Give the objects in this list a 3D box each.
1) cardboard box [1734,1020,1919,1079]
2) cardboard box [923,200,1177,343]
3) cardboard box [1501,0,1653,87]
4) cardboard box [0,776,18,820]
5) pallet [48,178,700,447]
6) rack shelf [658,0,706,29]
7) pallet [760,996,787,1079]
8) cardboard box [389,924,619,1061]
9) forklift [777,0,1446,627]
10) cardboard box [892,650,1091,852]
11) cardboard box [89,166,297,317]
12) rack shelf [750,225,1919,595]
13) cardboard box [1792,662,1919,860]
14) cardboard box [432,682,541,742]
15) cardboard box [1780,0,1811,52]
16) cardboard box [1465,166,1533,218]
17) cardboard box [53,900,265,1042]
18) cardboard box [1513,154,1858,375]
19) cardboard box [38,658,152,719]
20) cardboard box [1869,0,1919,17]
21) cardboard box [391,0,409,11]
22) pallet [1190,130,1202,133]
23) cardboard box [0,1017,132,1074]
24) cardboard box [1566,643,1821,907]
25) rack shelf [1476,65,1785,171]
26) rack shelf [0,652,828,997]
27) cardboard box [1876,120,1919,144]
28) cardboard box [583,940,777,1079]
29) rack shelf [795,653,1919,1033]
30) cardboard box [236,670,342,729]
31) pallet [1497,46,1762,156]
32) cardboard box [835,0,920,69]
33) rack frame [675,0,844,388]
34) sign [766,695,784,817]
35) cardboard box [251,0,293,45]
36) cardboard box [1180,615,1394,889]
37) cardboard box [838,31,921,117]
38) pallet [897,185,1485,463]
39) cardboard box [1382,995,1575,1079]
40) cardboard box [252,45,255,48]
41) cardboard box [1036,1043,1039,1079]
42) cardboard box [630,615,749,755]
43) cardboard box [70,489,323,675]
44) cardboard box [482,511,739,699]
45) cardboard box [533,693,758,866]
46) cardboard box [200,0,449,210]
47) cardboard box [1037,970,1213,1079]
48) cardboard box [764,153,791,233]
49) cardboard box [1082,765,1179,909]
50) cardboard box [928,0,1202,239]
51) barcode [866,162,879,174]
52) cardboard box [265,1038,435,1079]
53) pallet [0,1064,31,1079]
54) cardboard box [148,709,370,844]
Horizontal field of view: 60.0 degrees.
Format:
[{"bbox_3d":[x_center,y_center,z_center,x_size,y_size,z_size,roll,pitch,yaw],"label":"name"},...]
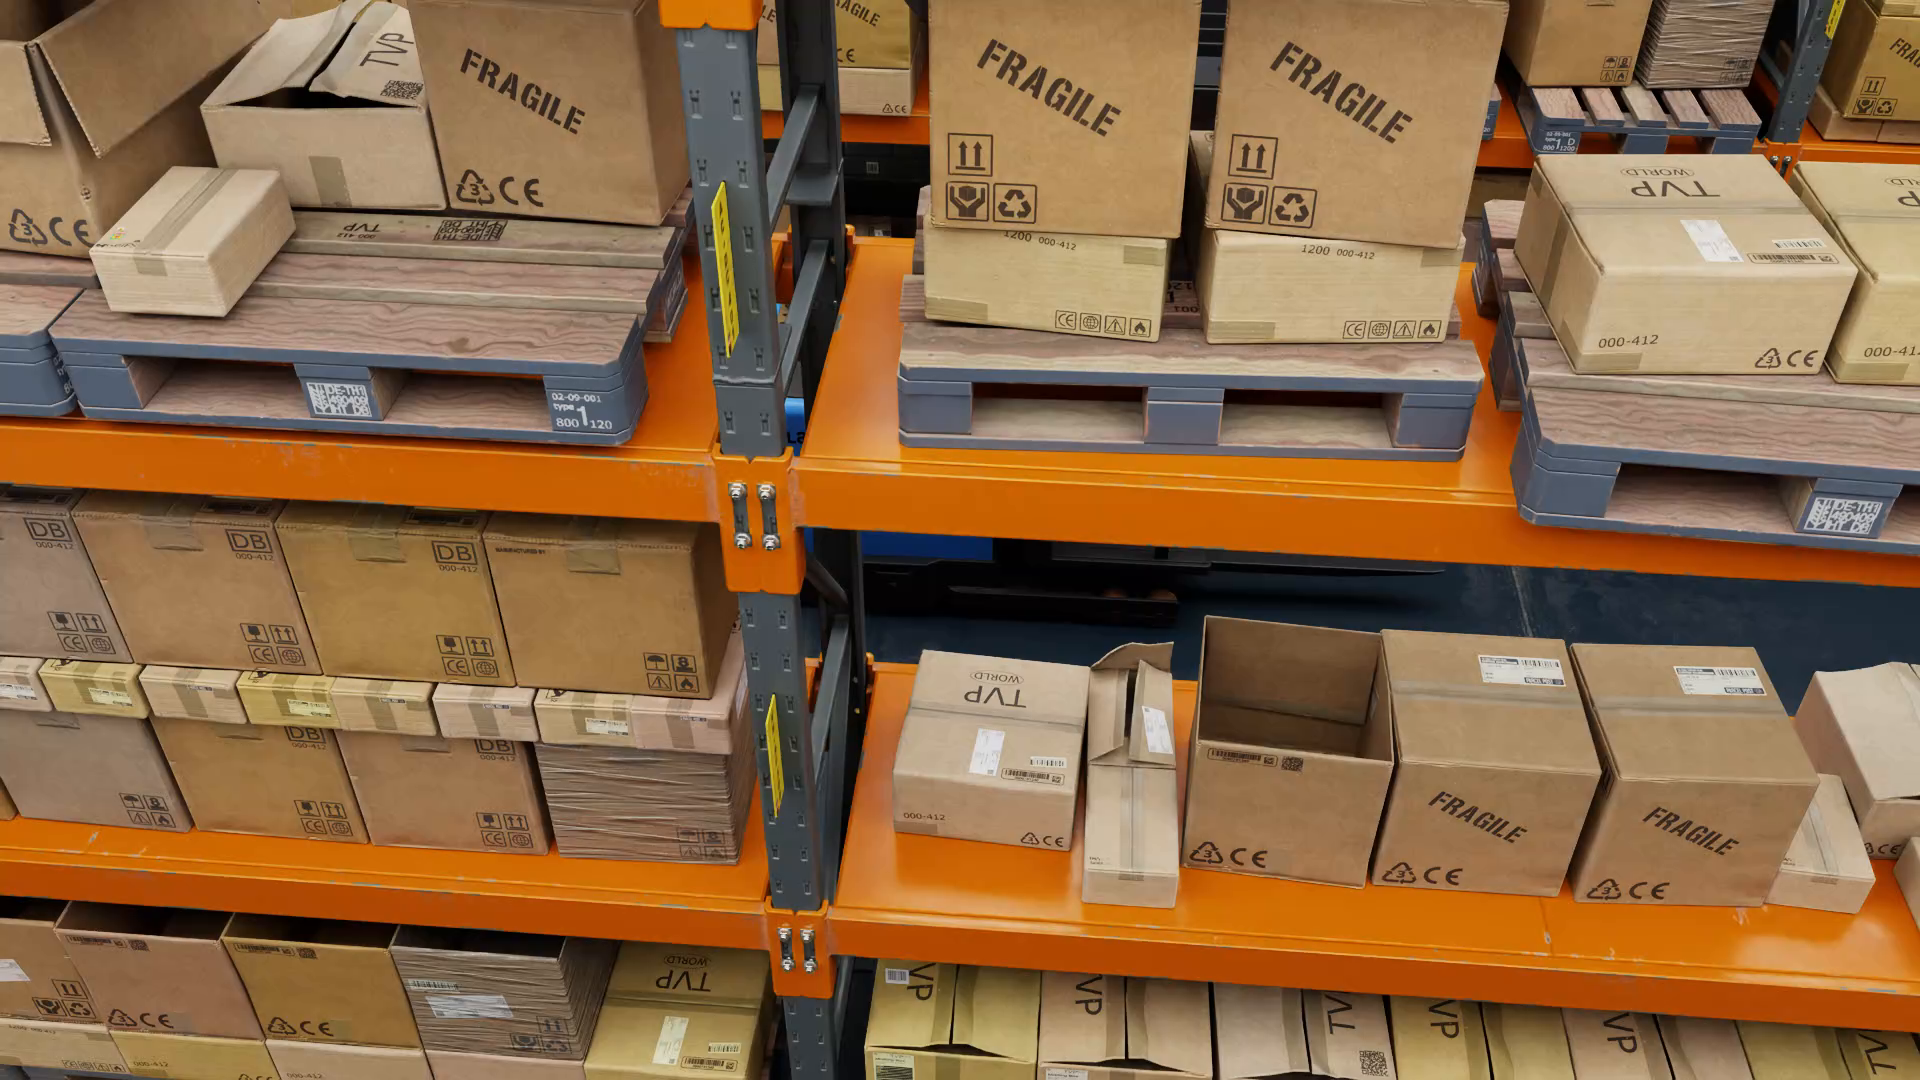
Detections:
[{"bbox_3d":[2.527,1.543,4.879,0.500,0.311,0.500,3,39,3],"label":"cardboard box"},{"bbox_3d":[0.216,-0.691,3.633,0.500,0.250,0.500,7,40,8],"label":"cardboard box"},{"bbox_3d":[2.984,-2.603,8.144,0.500,0.500,0.700,0,39,0],"label":"cardboard box"},{"bbox_3d":[-2.900,0.370,4.840,0.500,0.500,0.700,3,39,4],"label":"cardboard box"},{"bbox_3d":[-1.249,-0.622,3.832,1.213,0.211,1.003,3,39,4],"label":"pallet"},{"bbox_3d":[-2.389,-1.464,3.307,4.000,0.370,1.077,3,39,4],"label":"rack shelf"},{"bbox_3d":[-1.186,1.549,5.680,1.213,0.211,1.003,3,39,4],"label":"pallet"},{"bbox_3d":[-1.375,1.228,5.117,0.500,0.500,0.500,3,39,4],"label":"cardboard box"},{"bbox_3d":[0.628,-1.108,6.789,3.031,2.935,1.130,3,39,3],"label":"forklift"},{"bbox_3d":[0.097,0.595,4.762,0.500,0.250,0.500,5,39,7],"label":"cardboard box"},{"bbox_3d":[-1.622,-0.640,3.539,0.250,0.149,0.380,3,39,4],"label":"cardboard box"},{"bbox_3d":[1.596,-0.238,3.860,4.000,0.370,1.077,3,39,4],"label":"rack shelf"},{"bbox_3d":[2.714,0.619,4.684,0.500,0.311,0.500,3,39,3],"label":"cardboard box"},{"bbox_3d":[-1.194,0.339,4.364,0.250,0.149,0.380,2,39,3],"label":"cardboard box"},{"bbox_3d":[4.505,-2.663,8.314,0.500,0.500,0.500,3,39,4],"label":"cardboard box"},{"bbox_3d":[2.728,-1.929,8.782,0.500,0.250,0.500,4,39,5],"label":"cardboard box"},{"bbox_3d":[-2.373,1.185,5.170,0.500,0.500,0.500,3,39,4],"label":"cardboard box"},{"bbox_3d":[1.503,-0.588,3.506,0.500,0.250,0.500,0,39,0],"label":"cardboard box"},{"bbox_3d":[-2.216,0.284,4.432,0.250,0.149,0.380,4,39,5],"label":"cardboard box"},{"bbox_3d":[4.471,-2.625,7.674,0.500,0.250,0.500,4,39,5],"label":"cardboard box"},{"bbox_3d":[-2.503,-2.756,8.269,0.500,0.500,0.500,2,39,2],"label":"cardboard box"},{"bbox_3d":[0.776,-2.371,8.439,1.213,0.211,1.003,3,39,4],"label":"pallet"},{"bbox_3d":[-2.870,1.444,5.445,0.500,0.250,0.500,3,39,4],"label":"cardboard box"},{"bbox_3d":[1.915,0.635,4.514,0.500,0.500,0.500,1,39,1],"label":"cardboard box"},{"bbox_3d":[2.019,-2.191,8.635,4.000,0.370,1.077,3,39,4],"label":"rack shelf"},{"bbox_3d":[-2.389,0.707,5.075,4.000,0.370,1.077,3,39,4],"label":"rack shelf"},{"bbox_3d":[4.570,-2.088,8.122,0.250,0.149,0.380,4,39,4],"label":"cardboard box"},{"bbox_3d":[-0.878,1.553,5.311,0.500,0.250,0.500,3,39,4],"label":"cardboard box"},{"bbox_3d":[1.596,0.925,4.807,4.000,0.370,1.077,3,39,4],"label":"rack shelf"},{"bbox_3d":[-1.700,0.310,4.400,0.250,0.149,0.380,3,39,4],"label":"cardboard box"},{"bbox_3d":[3.293,-2.258,8.300,1.003,0.211,1.213,3,39,4],"label":"pallet"},{"bbox_3d":[-0.471,-2.650,8.139,0.500,0.500,0.500,3,39,4],"label":"cardboard box"},{"bbox_3d":[-0.397,-1.789,2.820,0.127,3.000,1.000,3,39,4],"label":"rack frame"},{"bbox_3d":[-0.443,0.520,3.987,0.005,0.325,0.100,3,39,4],"label":"sign"},{"bbox_3d":[-3.509,-2.822,8.349,0.500,0.500,0.500,3,39,4],"label":"cardboard box"},{"bbox_3d":[0.892,0.579,4.583,0.500,0.500,0.500,6,40,7],"label":"cardboard box"},{"bbox_3d":[-0.471,-2.363,8.380,0.500,0.250,0.500,3,39,4],"label":"cardboard box"},{"bbox_3d":[0.483,-0.512,3.778,1.217,0.209,0.805,2,39,2],"label":"pallet"},{"bbox_3d":[1.525,1.485,4.950,0.500,0.311,0.500,4,39,5],"label":"cardboard box"},{"bbox_3d":[-3.500,-2.520,8.572,0.500,0.250,0.500,2,39,3],"label":"cardboard box"},{"bbox_3d":[0.493,1.647,5.196,0.500,0.250,0.500,4,39,5],"label":"cardboard box"},{"bbox_3d":[-0.686,0.367,4.330,0.250,0.149,0.380,3,39,4],"label":"cardboard box"},{"bbox_3d":[-1.842,-0.079,4.364,0.500,0.500,0.700,3,39,4],"label":"cardboard box"},{"bbox_3d":[-0.839,-0.025,4.298,0.500,0.500,0.700,3,39,4],"label":"cardboard box"},{"bbox_3d":[-0.839,0.478,4.707,0.500,0.500,0.700,2,39,3],"label":"cardboard box"},{"bbox_3d":[-1.414,-1.031,3.892,0.500,0.311,0.500,1,39,1],"label":"cardboard box"},{"bbox_3d":[0.492,1.433,5.015,0.500,0.311,0.500,3,39,3],"label":"cardboard box"},{"bbox_3d":[-1.011,-1.811,9.230,0.500,0.500,0.500,0,39,0],"label":"cardboard box"},{"bbox_3d":[0.468,0.811,4.576,0.250,0.149,0.380,3,39,4],"label":"cardboard box"},{"bbox_3d":[0.214,-0.963,3.373,0.500,0.500,0.500,4,39,4],"label":"cardboard box"},{"bbox_3d":[-0.490,-2.084,9.312,0.075,0.075,0.001,3,39,4],"label":"barcode"},{"bbox_3d":[-1.874,1.502,5.375,0.500,0.250,0.500,3,39,4],"label":"cardboard box"},{"bbox_3d":[-3.616,1.416,5.843,1.213,0.211,1.003,3,39,4],"label":"pallet"},{"bbox_3d":[-1.865,0.424,4.774,0.500,0.500,0.700,4,39,5],"label":"cardboard box"}]
